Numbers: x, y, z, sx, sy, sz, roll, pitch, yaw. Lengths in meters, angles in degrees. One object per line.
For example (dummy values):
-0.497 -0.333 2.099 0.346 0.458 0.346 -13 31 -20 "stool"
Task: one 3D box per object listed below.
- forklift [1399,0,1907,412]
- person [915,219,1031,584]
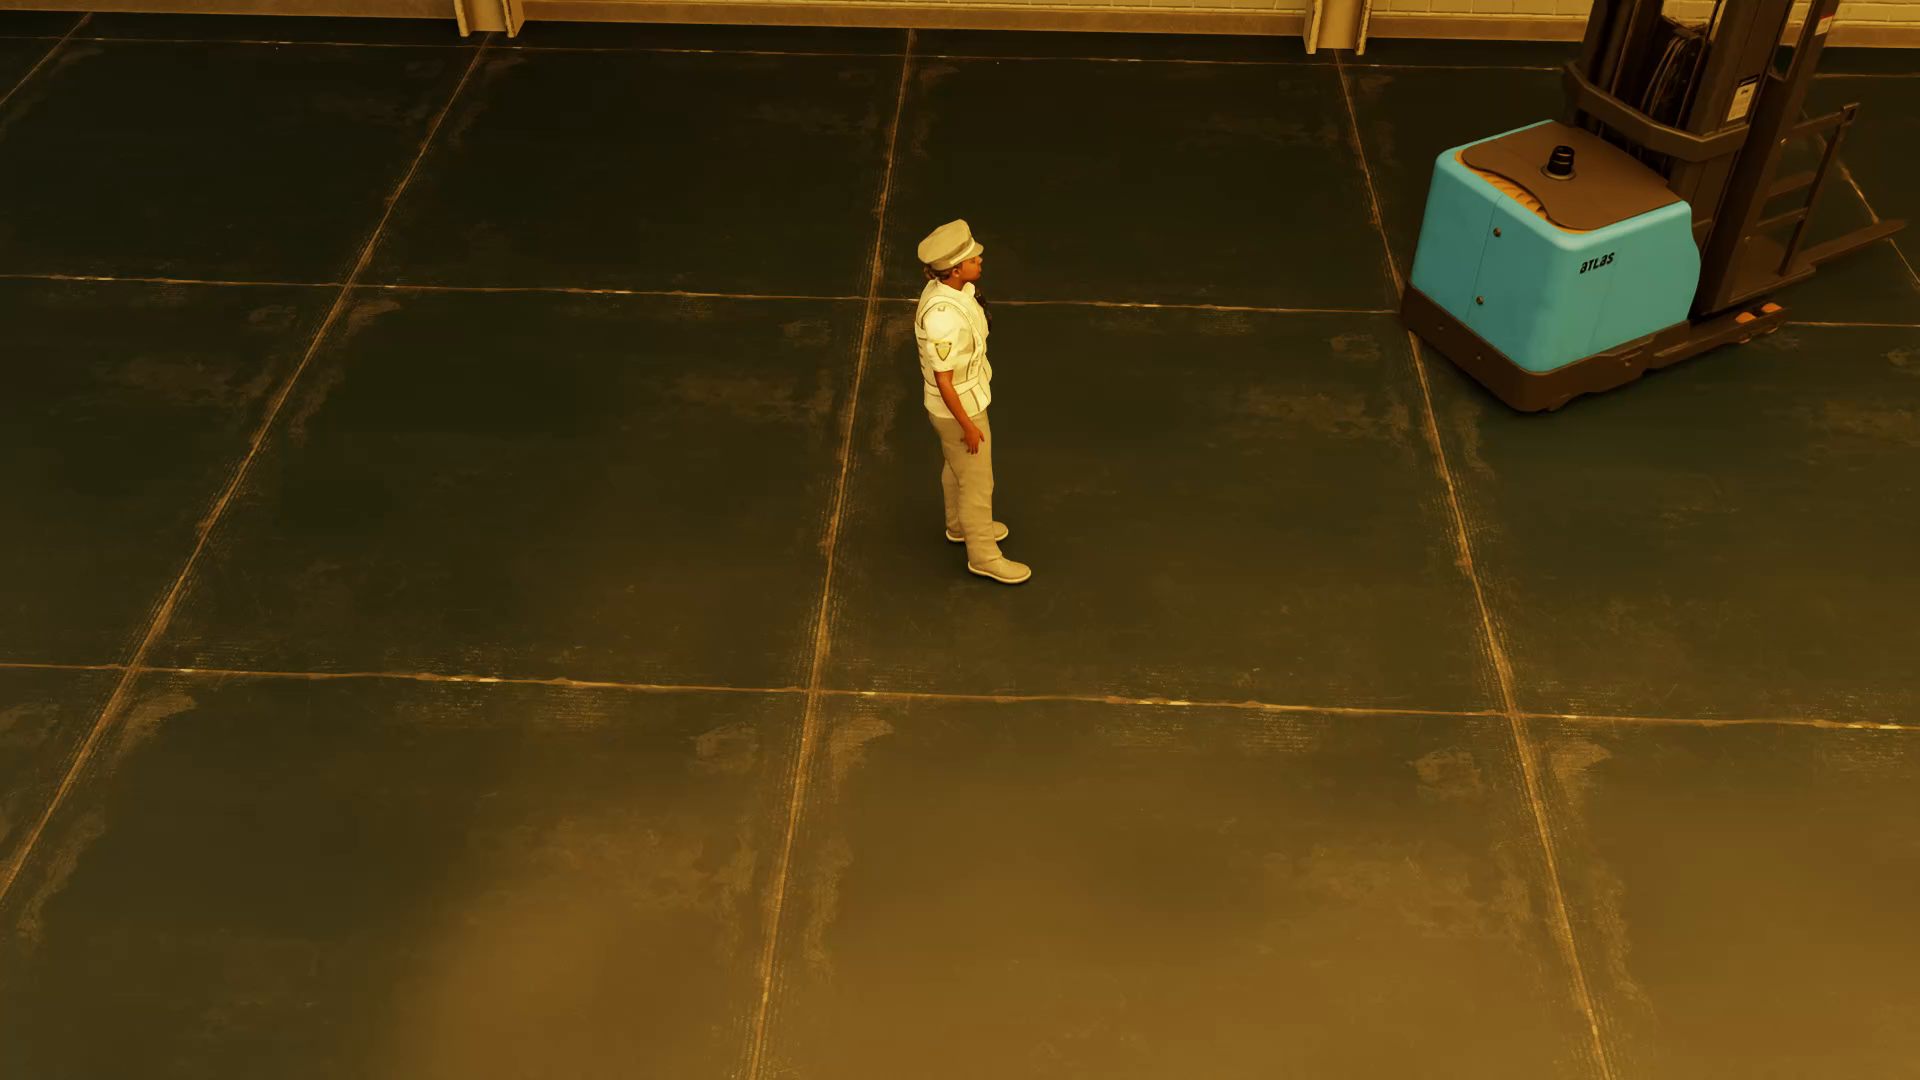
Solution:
3.964 -2.453 8.429 3.031 2.935 1.130 -20 46 -20 "forklift"
0.074 -0.616 7.323 0.528 1.695 0.569 2 42 2 "person"
